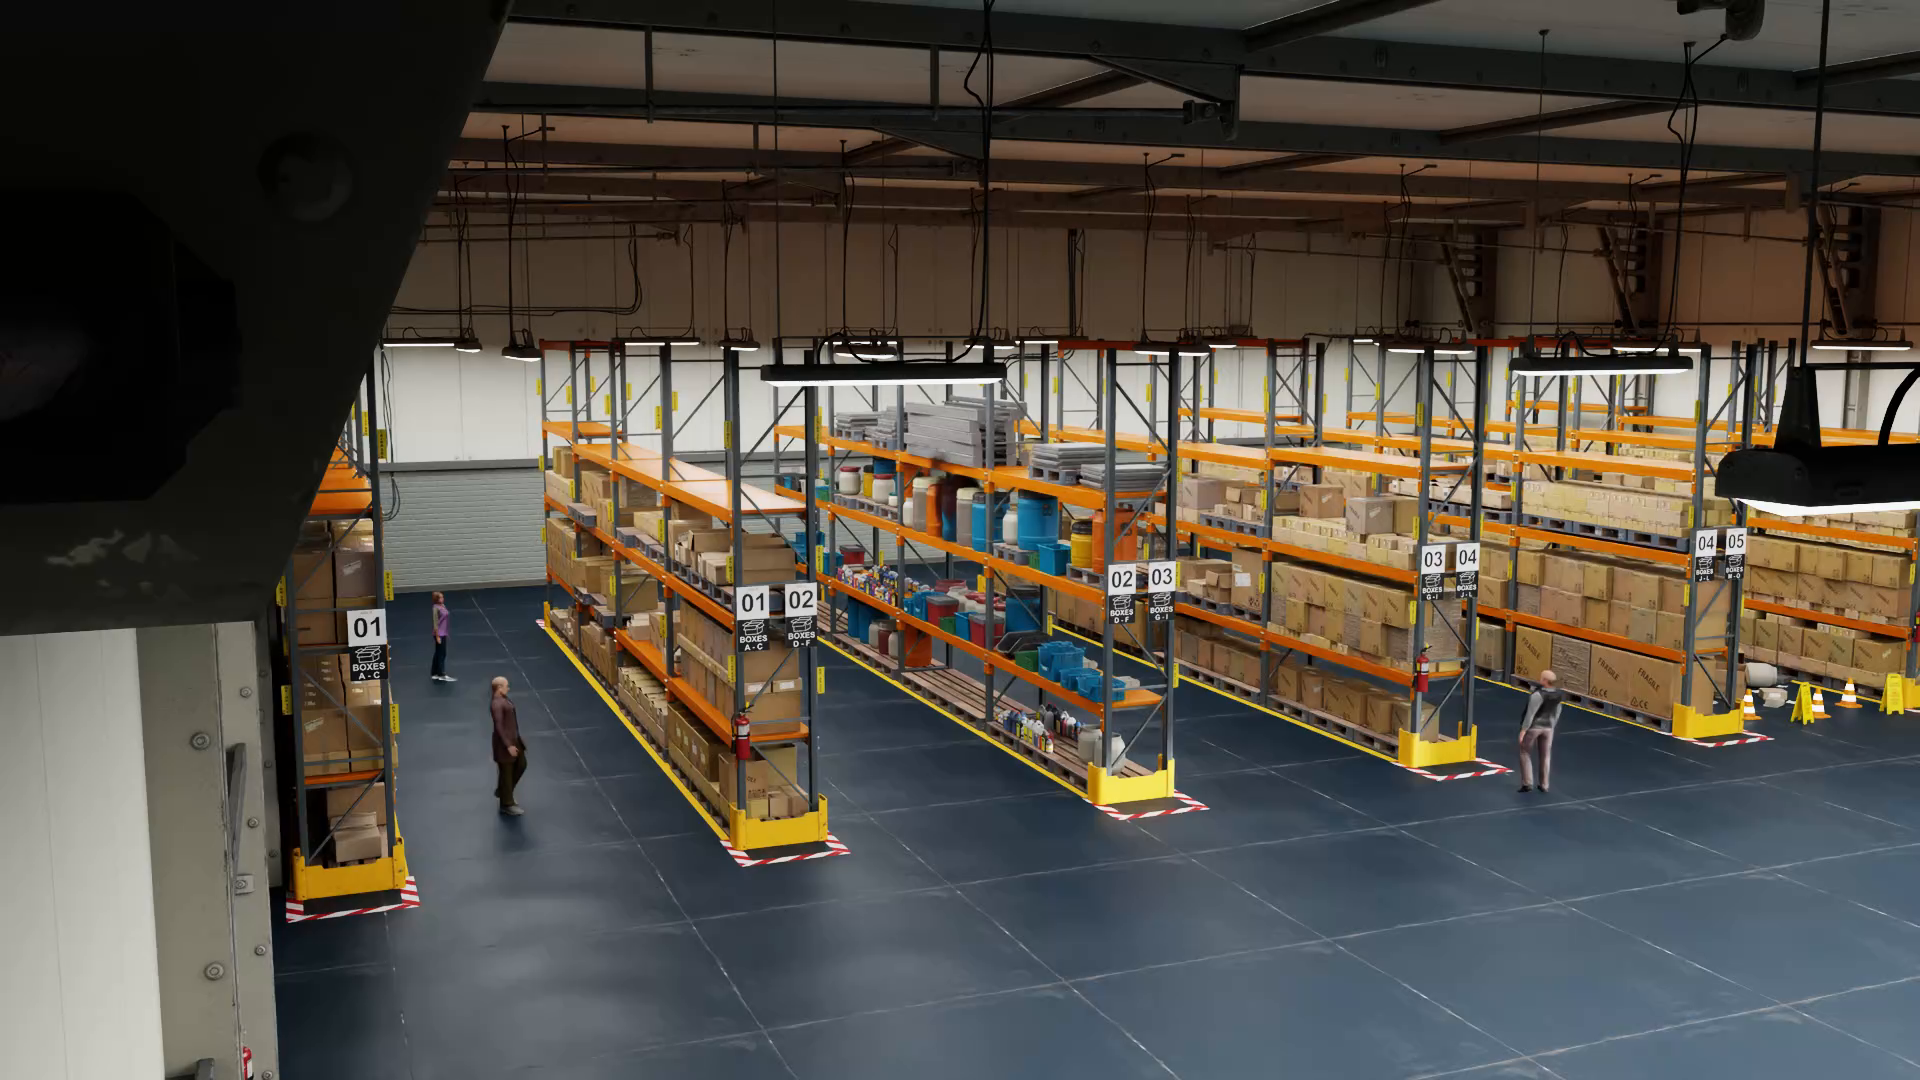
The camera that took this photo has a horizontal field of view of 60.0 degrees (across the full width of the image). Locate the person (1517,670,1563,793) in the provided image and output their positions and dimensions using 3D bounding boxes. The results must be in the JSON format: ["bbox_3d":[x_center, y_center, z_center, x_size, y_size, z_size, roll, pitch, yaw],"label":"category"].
[{"bbox_3d":[7.817,2.595,22.429,0.594,1.752,0.552,0,7,2],"label":"person"}]

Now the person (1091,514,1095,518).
[{"bbox_3d":[3.233,0.272,40.231,0.574,1.812,0.877,-3,8,-22],"label":"person"}]

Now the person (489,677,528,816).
[{"bbox_3d":[-5.880,2.658,21.623,0.508,1.774,0.666,1,7,7],"label":"person"}]

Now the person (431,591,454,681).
[{"bbox_3d":[-9.239,1.702,29.600,0.399,1.609,0.437,-2,8,-14],"label":"person"}]
